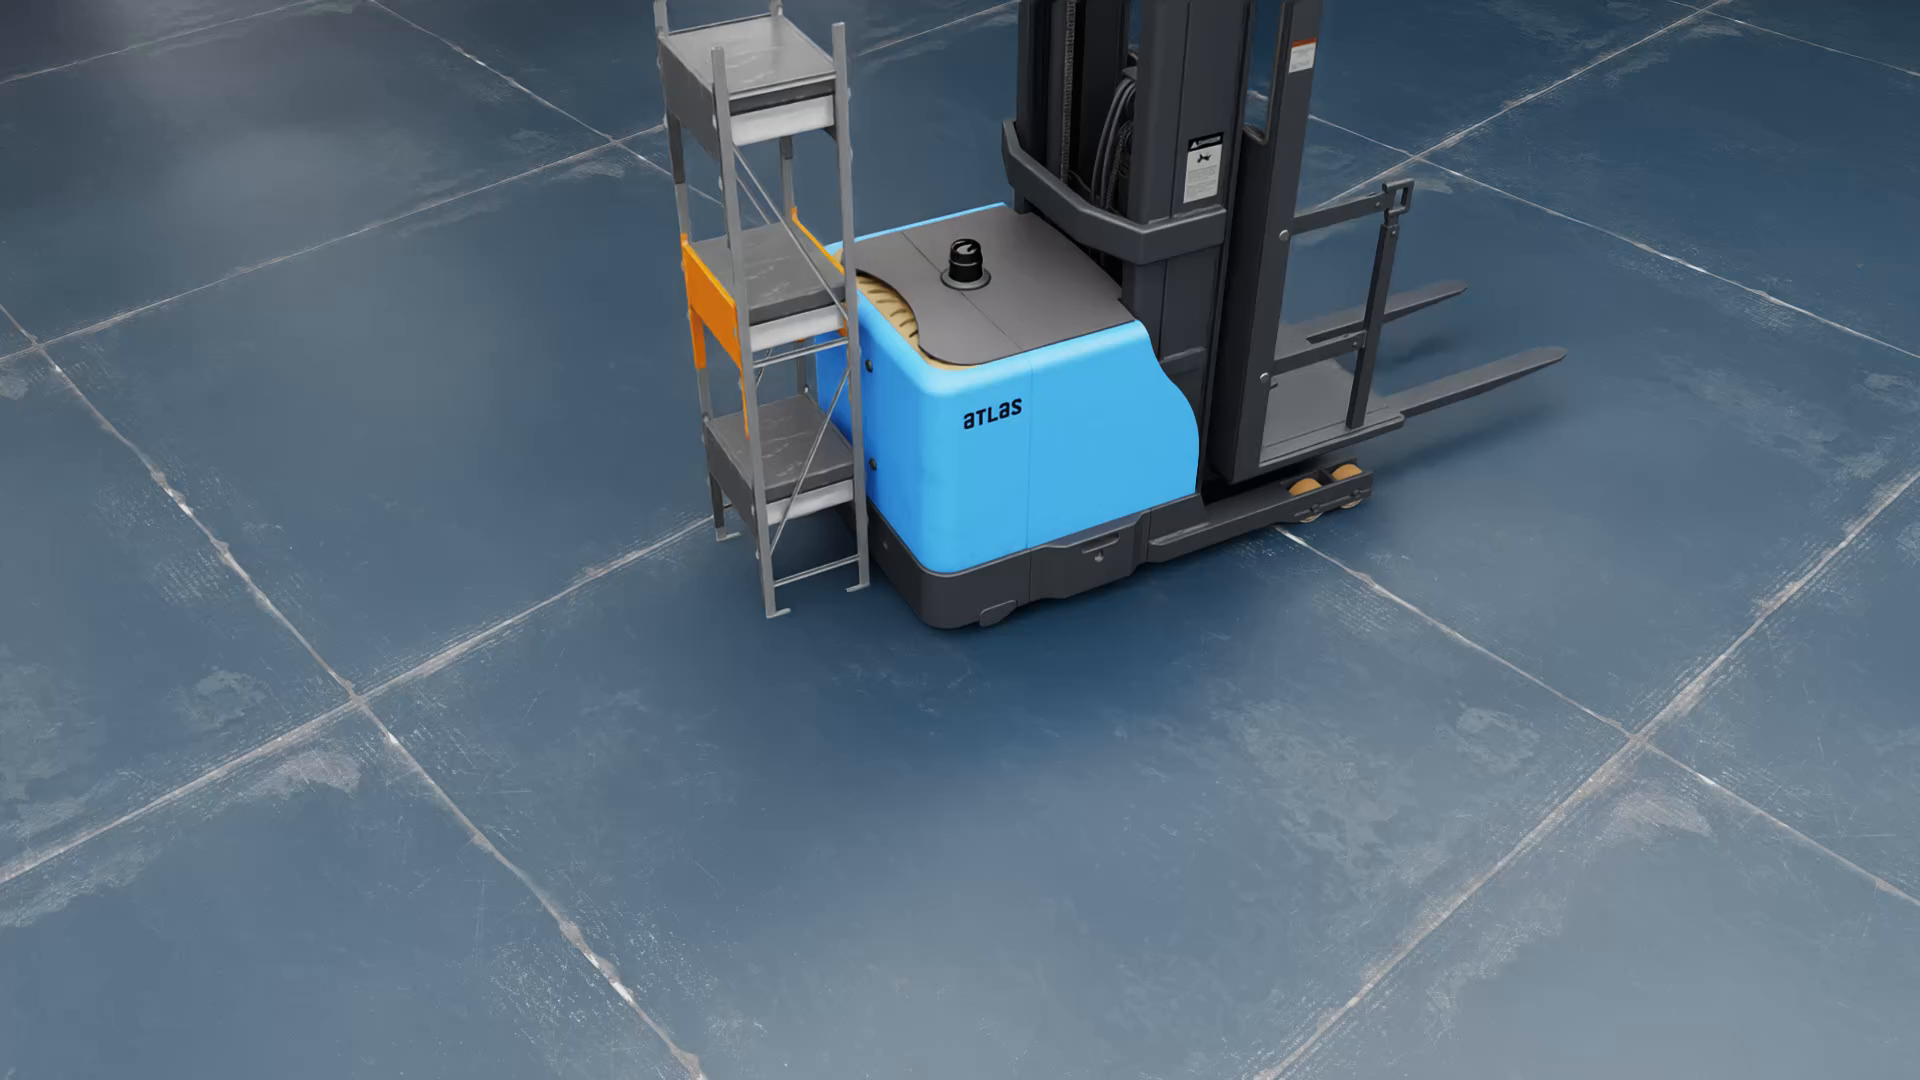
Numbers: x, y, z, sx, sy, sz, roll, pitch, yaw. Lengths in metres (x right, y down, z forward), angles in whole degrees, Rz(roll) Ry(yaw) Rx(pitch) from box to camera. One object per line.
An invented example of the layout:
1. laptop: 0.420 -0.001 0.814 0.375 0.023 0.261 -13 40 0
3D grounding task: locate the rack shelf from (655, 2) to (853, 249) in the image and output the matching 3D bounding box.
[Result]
1. rack shelf: -0.621 -1.265 5.053 0.431 0.518 0.480 -18 42 -21

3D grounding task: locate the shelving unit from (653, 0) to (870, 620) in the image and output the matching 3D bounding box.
1. shelving unit: -0.621 -0.731 5.484 0.431 2.100 0.503 -18 42 -21

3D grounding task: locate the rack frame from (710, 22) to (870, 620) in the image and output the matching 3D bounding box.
1. rack frame: -0.508 -0.595 5.316 0.400 2.100 0.015 -18 42 -21

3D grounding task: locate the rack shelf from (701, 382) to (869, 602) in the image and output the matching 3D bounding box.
1. rack shelf: -0.621 -0.176 5.933 0.431 0.518 0.480 -18 42 -21

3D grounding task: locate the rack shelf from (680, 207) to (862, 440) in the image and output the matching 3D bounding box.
1. rack shelf: -0.621 -0.721 5.493 0.431 0.518 0.480 -18 42 -21

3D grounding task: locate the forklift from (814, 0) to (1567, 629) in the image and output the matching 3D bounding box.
1. forklift: 1.008 -1.484 5.755 3.031 2.935 1.130 -18 42 -21

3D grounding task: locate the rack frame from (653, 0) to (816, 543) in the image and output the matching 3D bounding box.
1. rack frame: -0.734 -0.867 5.653 0.400 2.100 0.015 -18 42 -21
